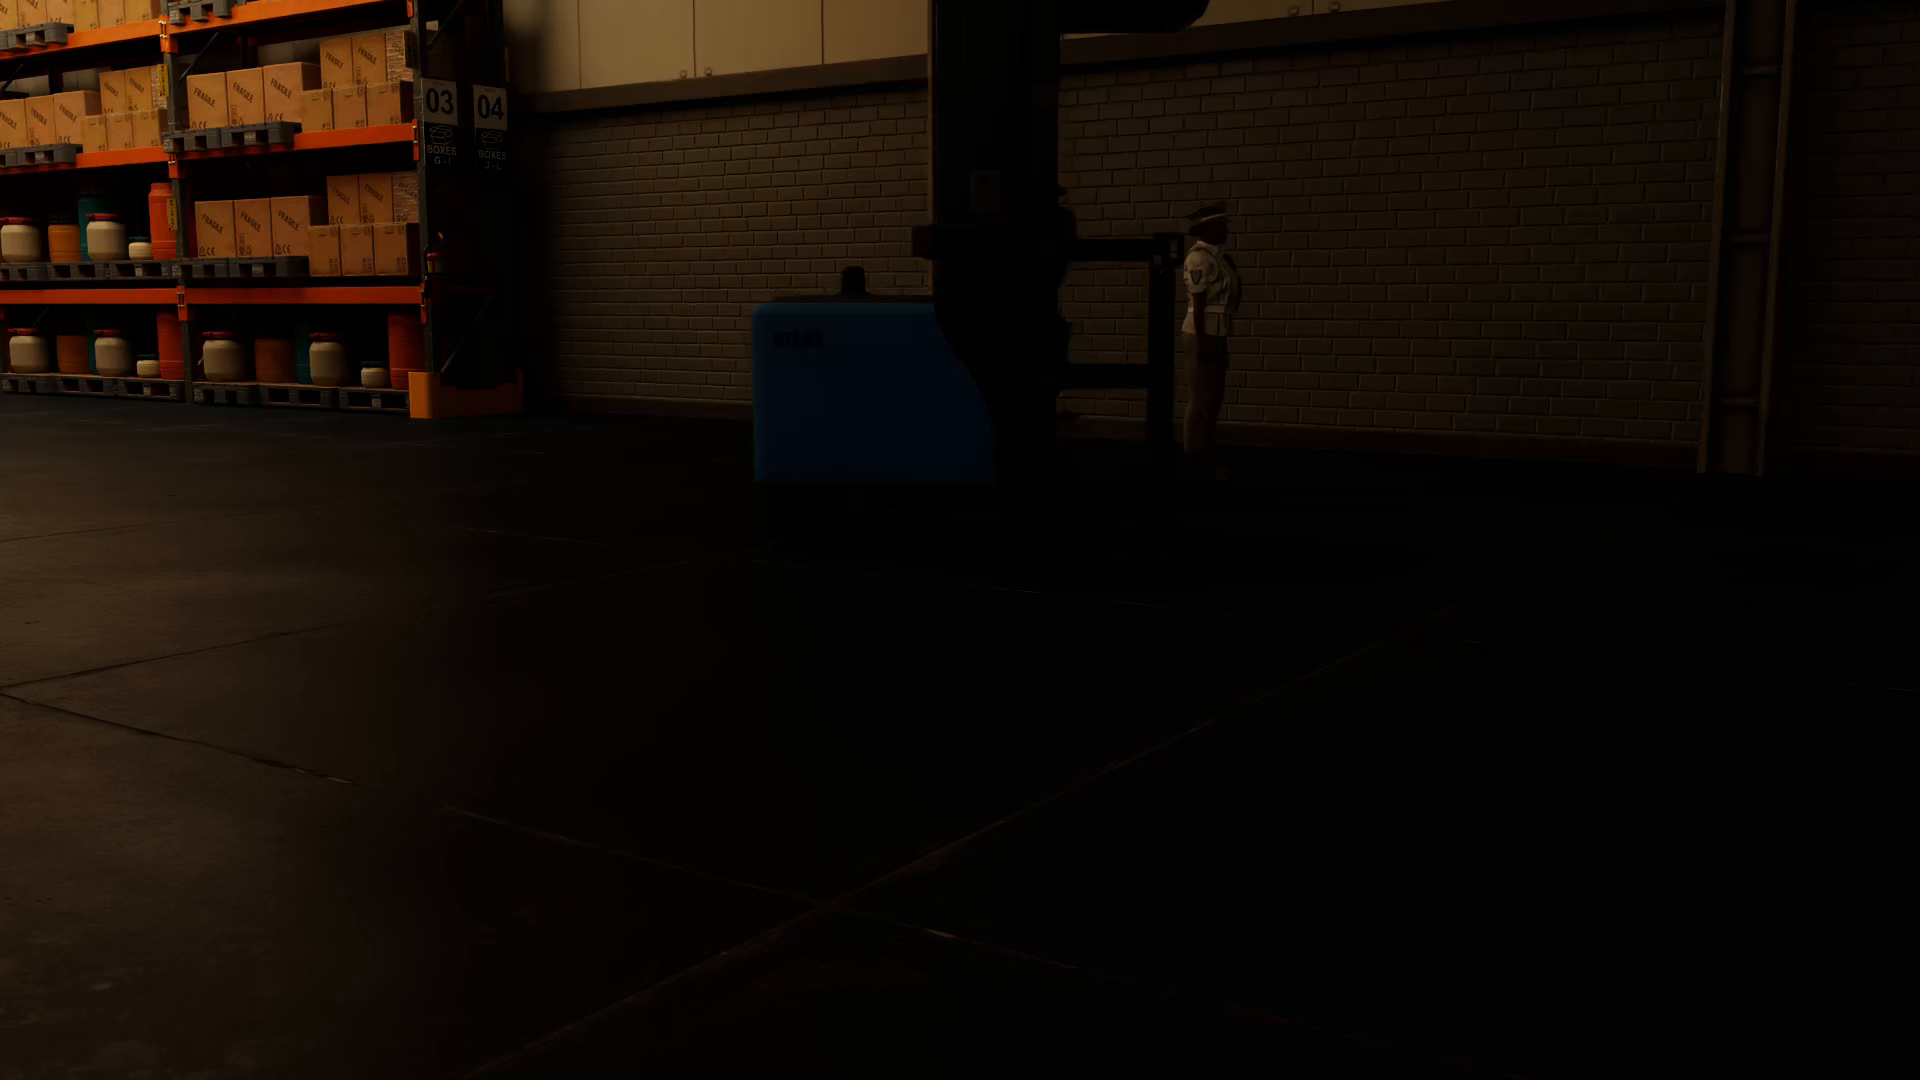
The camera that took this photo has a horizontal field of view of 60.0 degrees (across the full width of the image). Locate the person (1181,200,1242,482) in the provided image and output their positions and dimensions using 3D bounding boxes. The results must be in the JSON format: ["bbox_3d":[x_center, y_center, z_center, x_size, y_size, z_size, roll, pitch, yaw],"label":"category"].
[{"bbox_3d":[1.527,-1.218,10.184,0.338,1.690,0.448,3,9,19],"label":"person"}]

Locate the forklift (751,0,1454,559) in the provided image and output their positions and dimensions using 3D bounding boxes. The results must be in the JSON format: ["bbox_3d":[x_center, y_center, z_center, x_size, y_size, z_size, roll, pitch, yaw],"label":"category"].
[{"bbox_3d":[0.631,-1.448,7.379,3.031,2.935,1.130,0,8,3],"label":"forklift"}]
